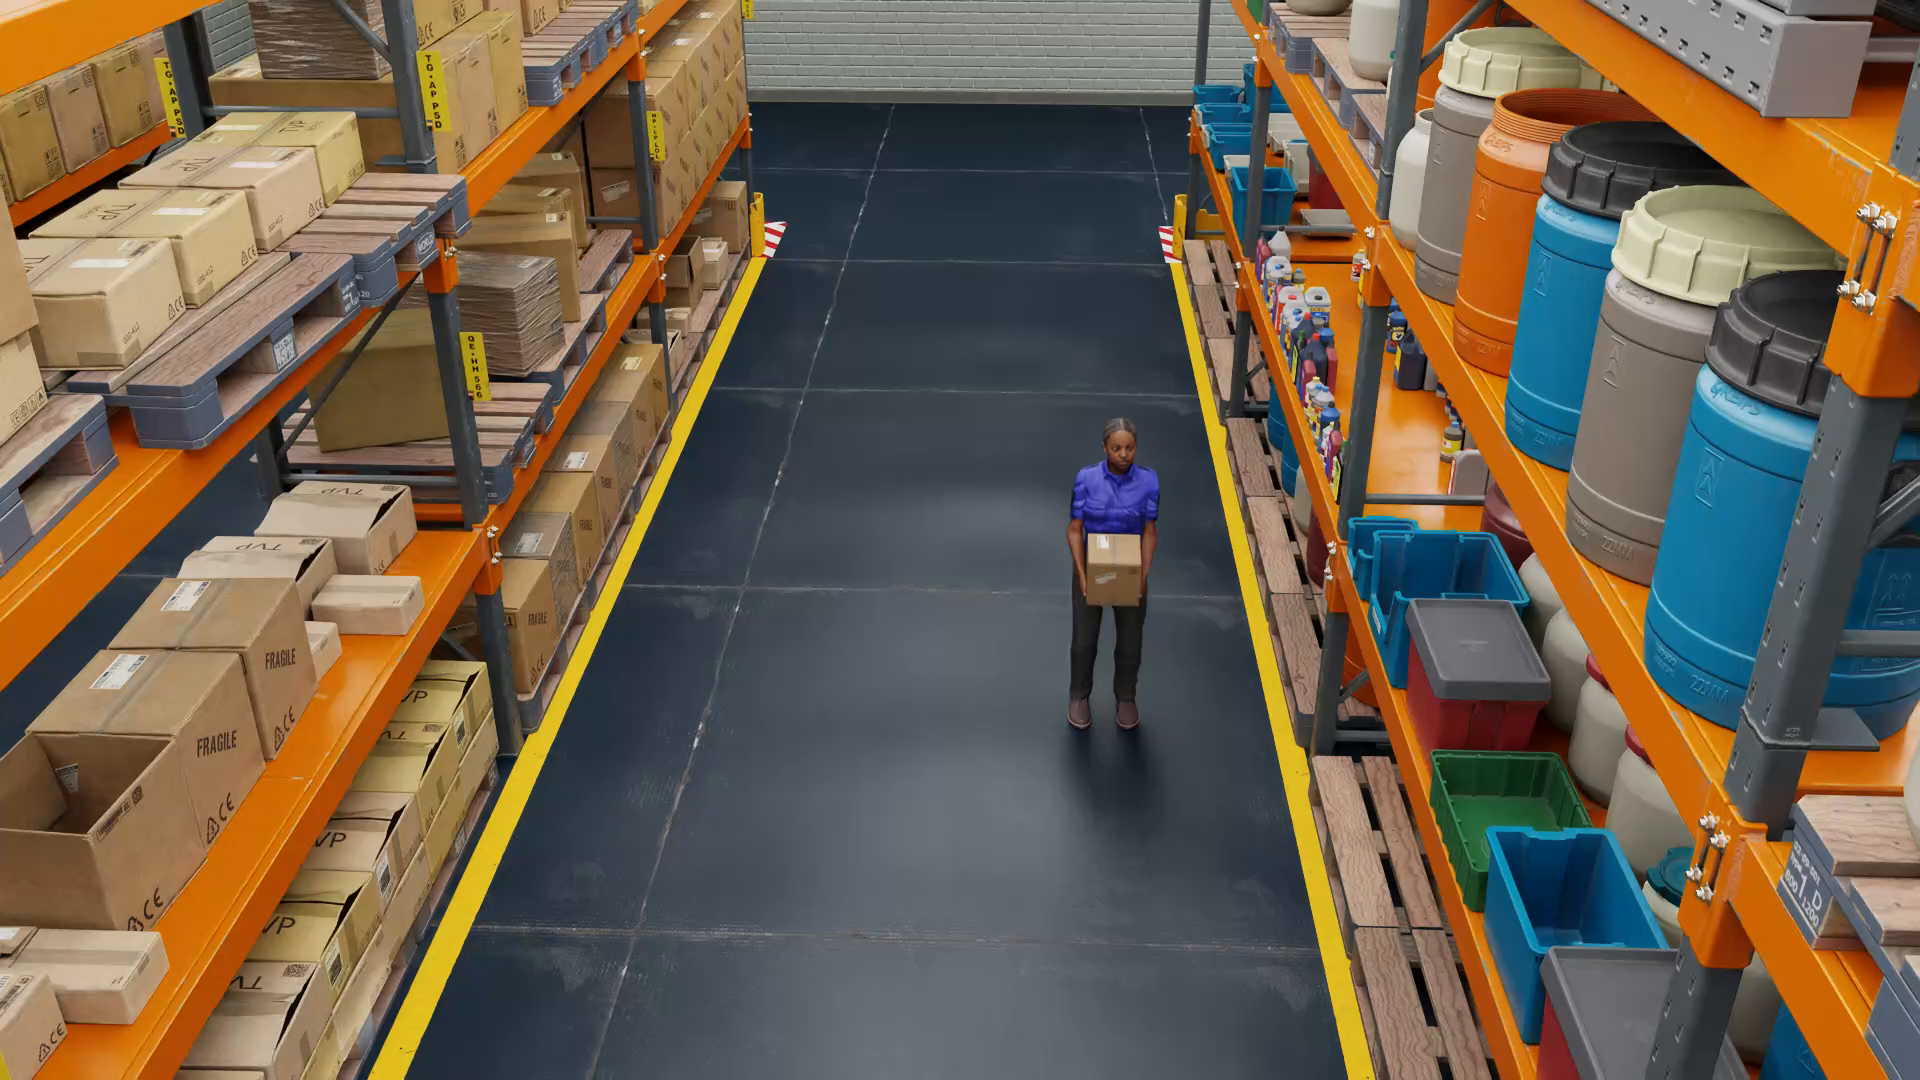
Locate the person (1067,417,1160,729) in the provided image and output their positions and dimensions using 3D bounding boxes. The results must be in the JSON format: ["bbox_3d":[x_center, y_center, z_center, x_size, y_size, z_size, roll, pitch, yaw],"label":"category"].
[{"bbox_3d":[0.746,0.211,8.244,0.451,1.650,0.512,2,28,3],"label":"person"}]
